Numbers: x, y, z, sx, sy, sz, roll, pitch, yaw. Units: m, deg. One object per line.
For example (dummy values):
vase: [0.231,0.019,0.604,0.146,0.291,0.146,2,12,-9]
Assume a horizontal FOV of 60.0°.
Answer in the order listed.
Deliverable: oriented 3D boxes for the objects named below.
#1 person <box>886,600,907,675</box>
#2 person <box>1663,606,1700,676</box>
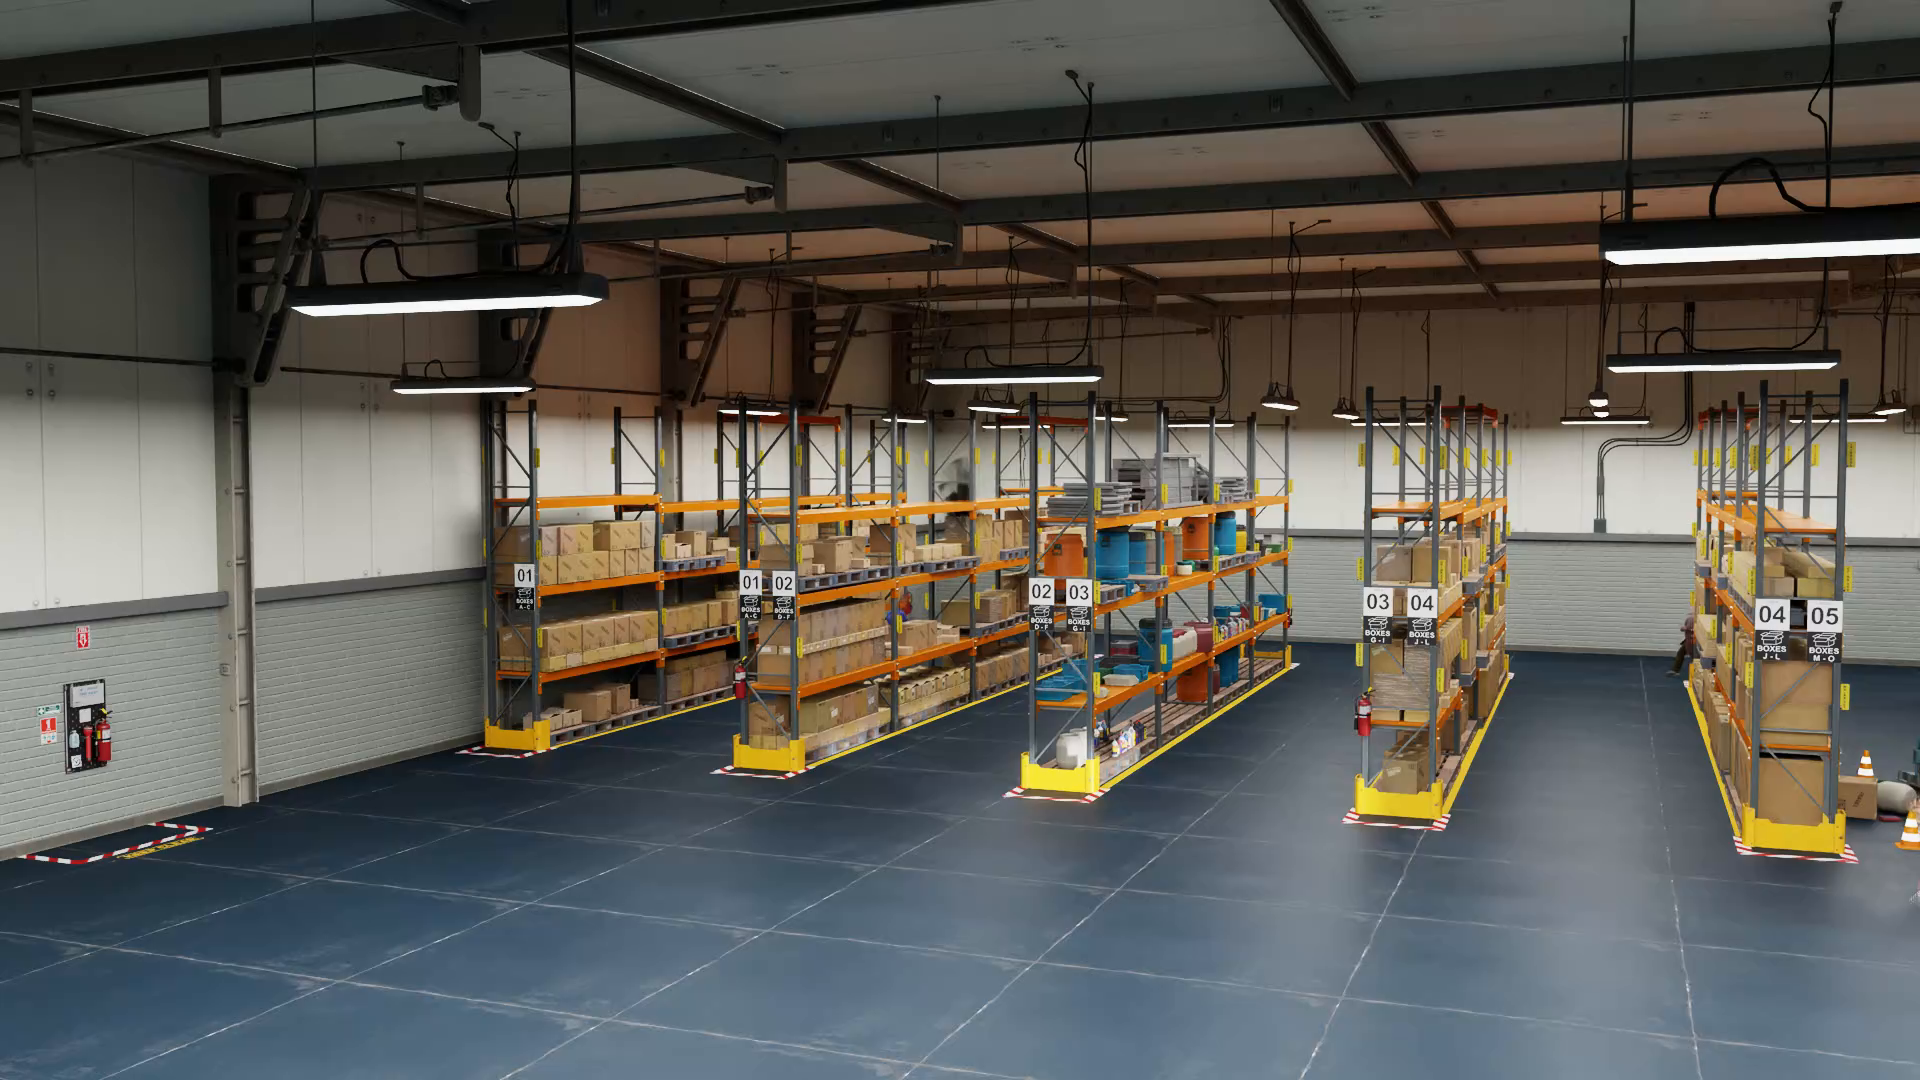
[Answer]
person: [-1.403,2.107,36.068,0.577,1.692,0.820,1,3,20]
person: [16.517,2.302,37.693,1.112,1.685,0.716,2,3,30]
